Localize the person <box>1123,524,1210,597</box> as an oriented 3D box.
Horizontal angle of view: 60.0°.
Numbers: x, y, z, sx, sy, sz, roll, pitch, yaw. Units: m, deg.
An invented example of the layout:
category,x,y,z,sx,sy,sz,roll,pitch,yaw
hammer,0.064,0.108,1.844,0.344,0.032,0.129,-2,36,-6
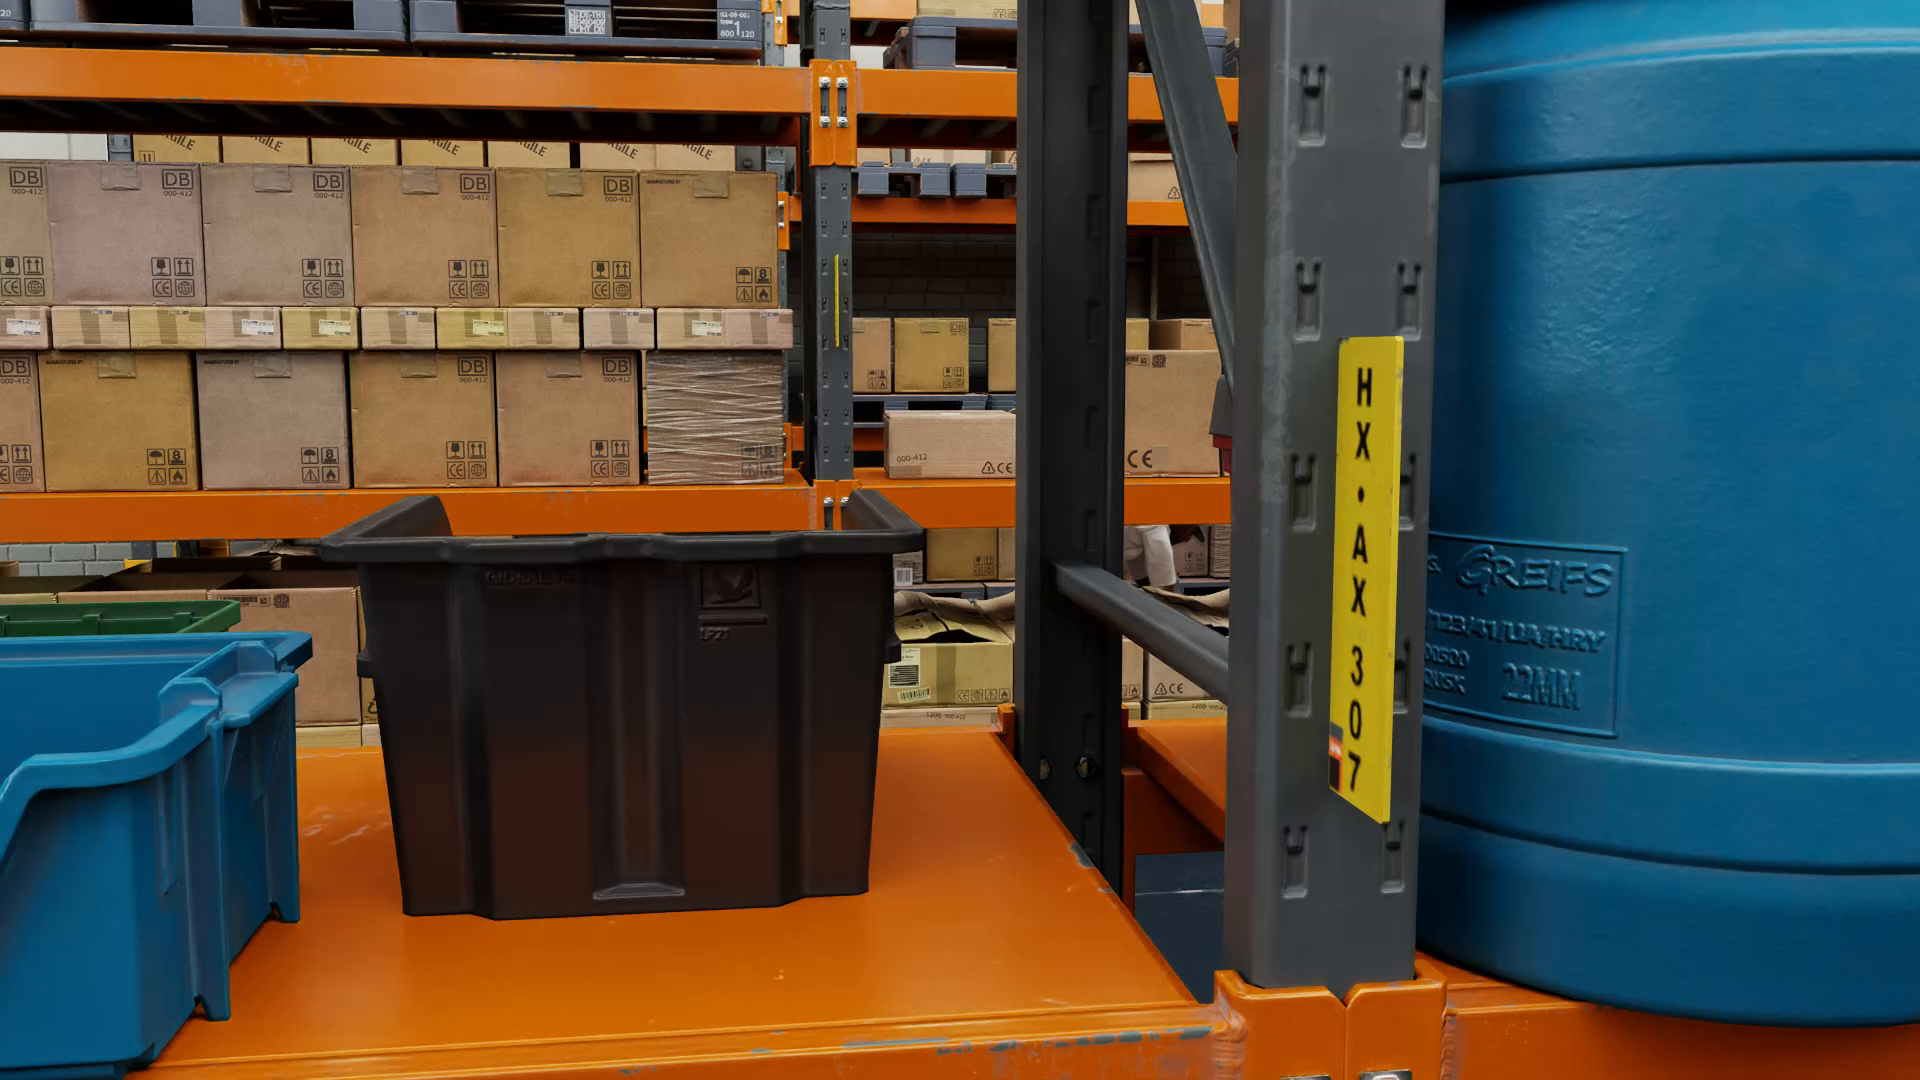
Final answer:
category,x,y,z,sx,sy,sz,roll,pitch,yaw
person,0.817,0.297,8.427,0.965,1.102,0.517,-1,7,-11
